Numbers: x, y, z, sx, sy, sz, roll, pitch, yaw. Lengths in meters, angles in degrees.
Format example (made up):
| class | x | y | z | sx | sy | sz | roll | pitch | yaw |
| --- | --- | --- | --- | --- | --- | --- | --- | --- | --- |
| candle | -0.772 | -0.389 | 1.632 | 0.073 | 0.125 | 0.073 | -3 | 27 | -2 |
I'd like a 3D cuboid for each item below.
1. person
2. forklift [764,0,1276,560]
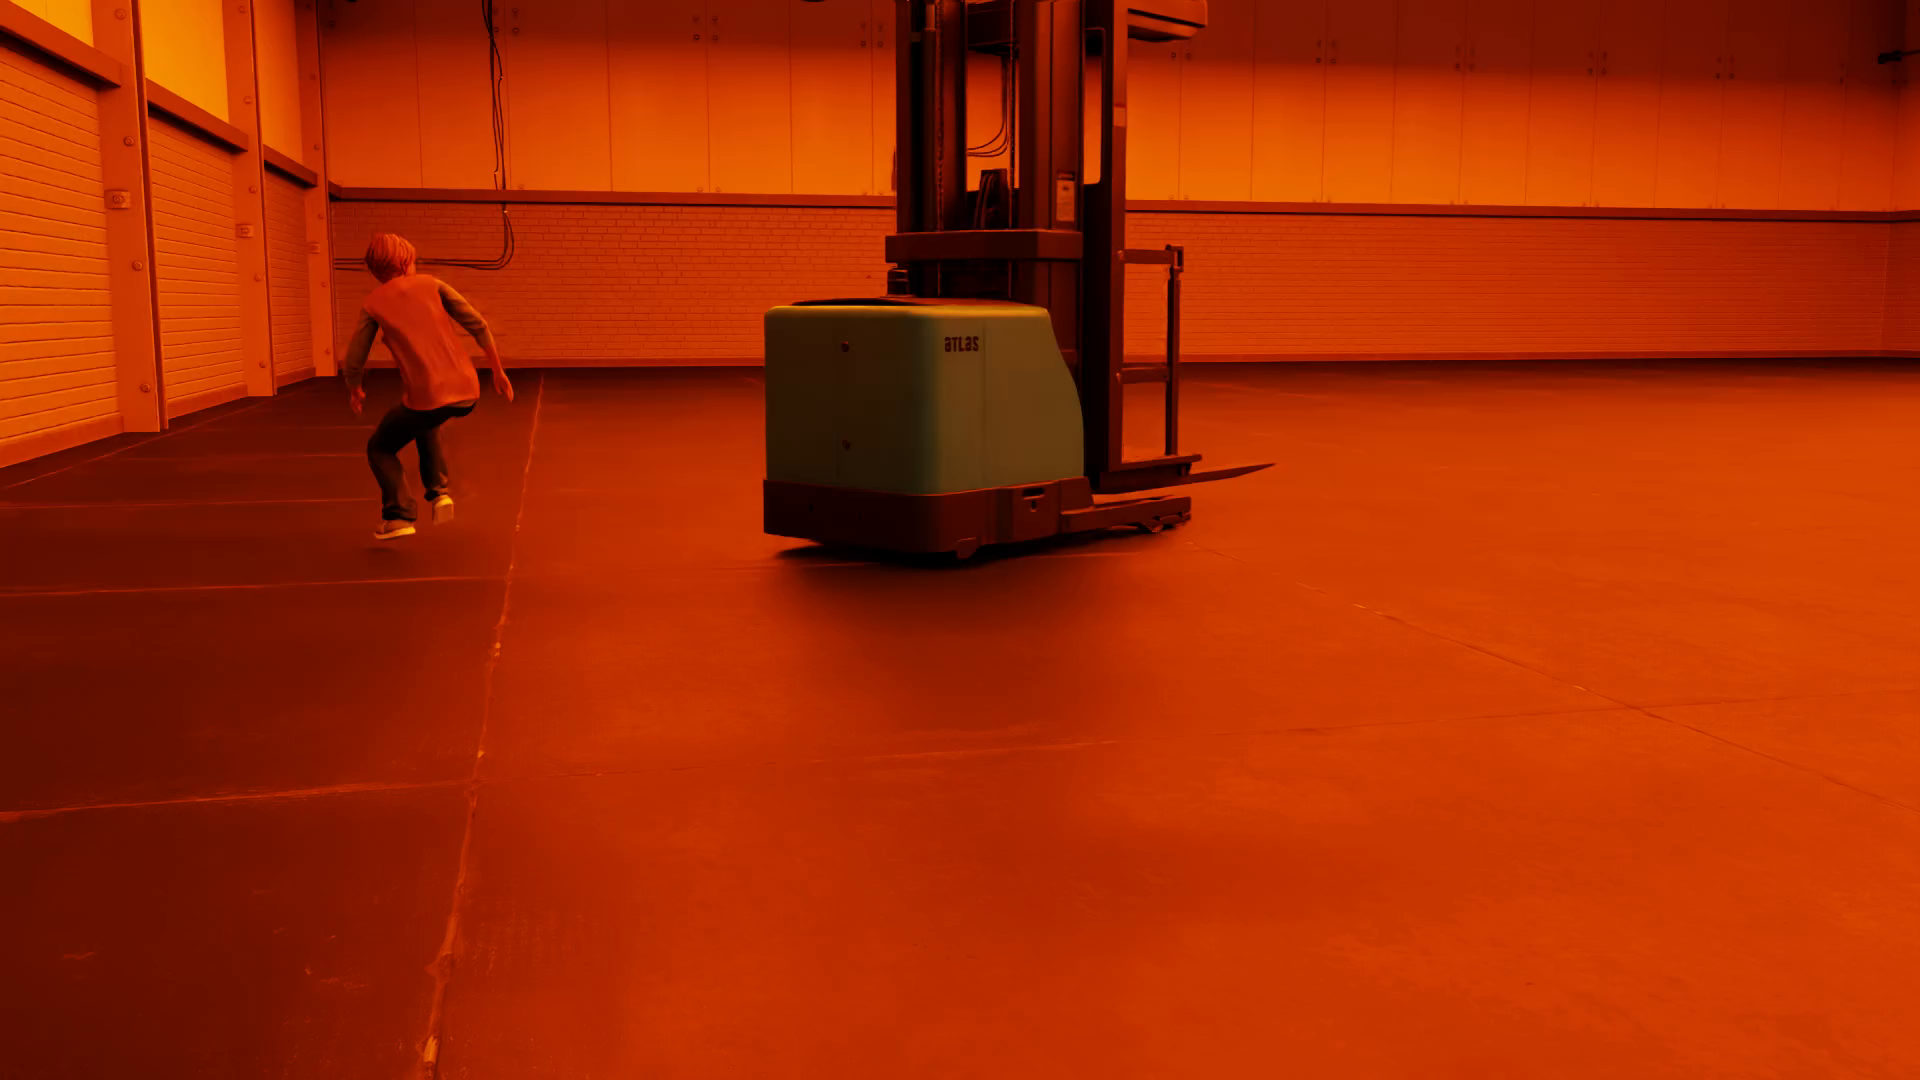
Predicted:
| class | x | y | z | sx | sy | sz | roll | pitch | yaw |
| --- | --- | --- | --- | --- | --- | --- | --- | --- | --- |
| person | -2.445 | -0.696 | 7.535 | 0.649 | 1.356 | 0.641 | -7 | 10 | -40 |
| forklift | 0.478 | -1.524 | 8.023 | 1.130 | 2.935 | 3.031 | 7 | 11 | 41 |
